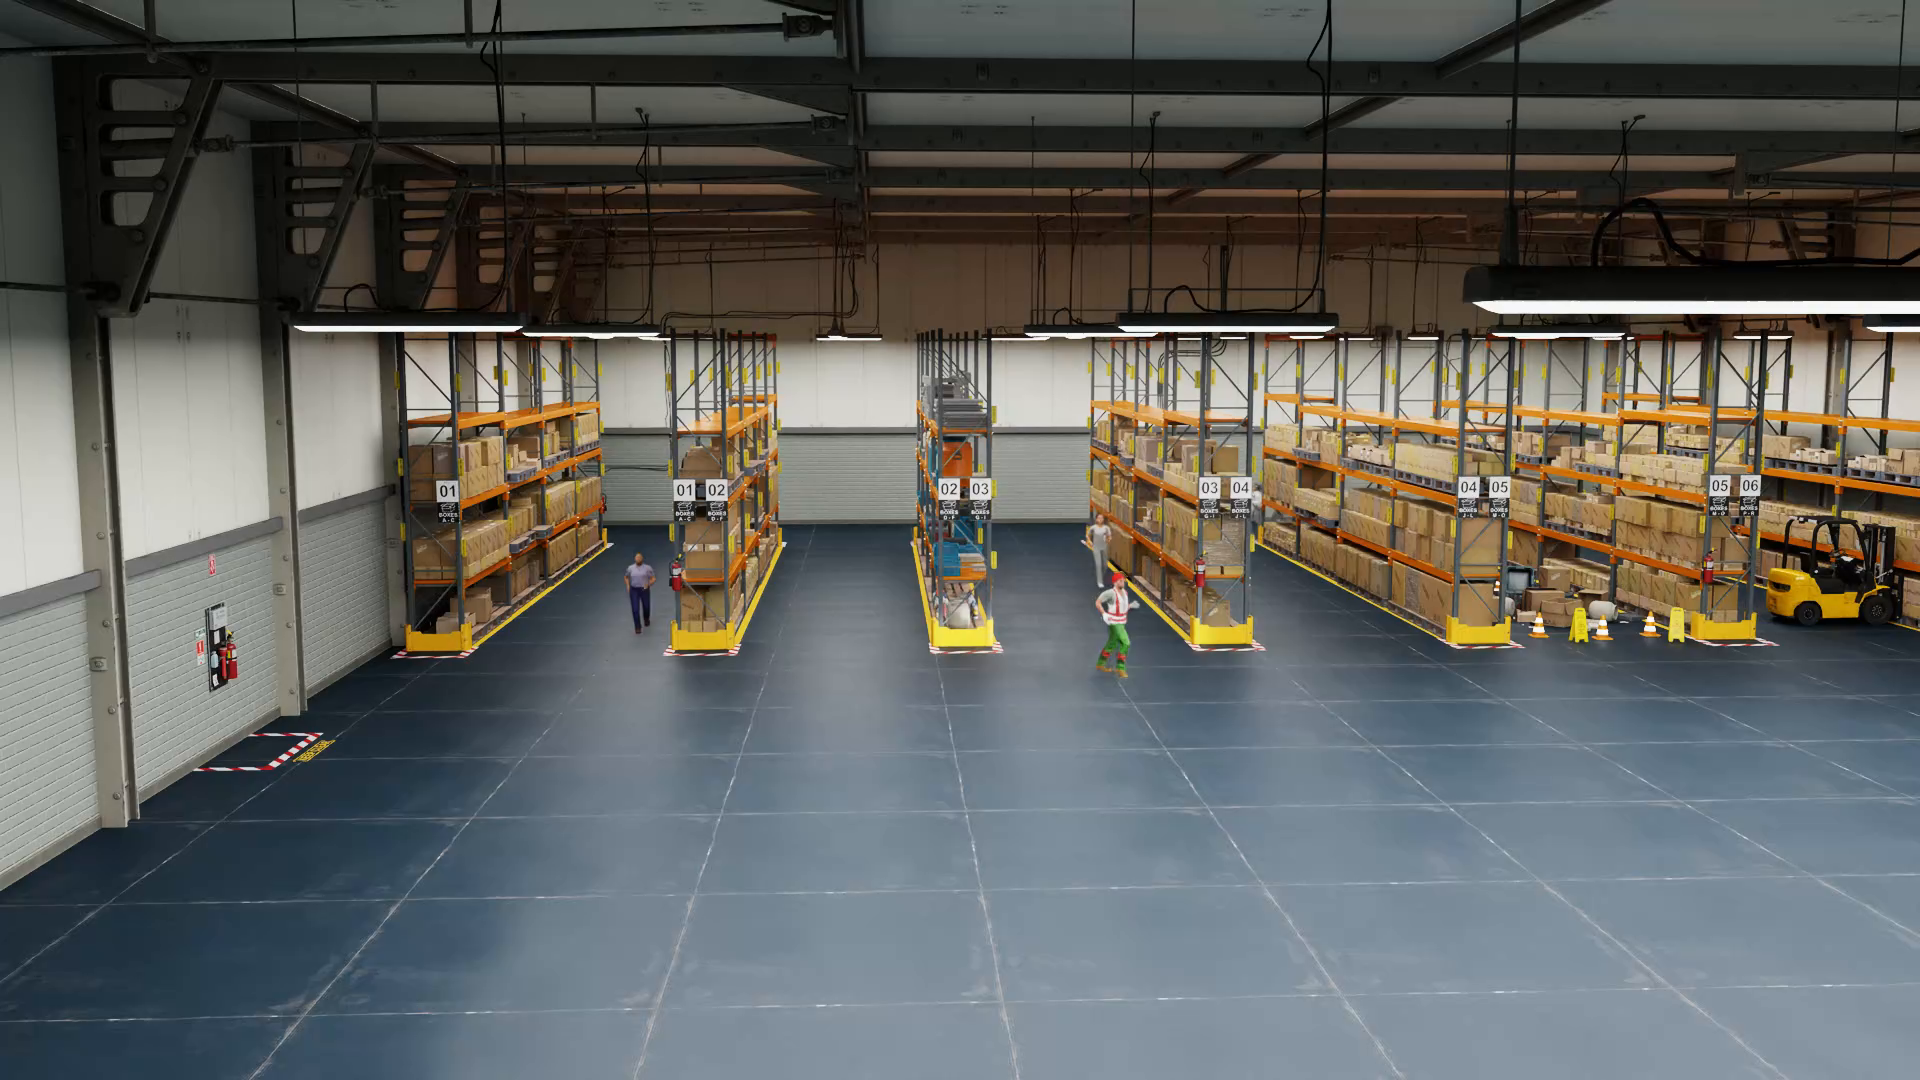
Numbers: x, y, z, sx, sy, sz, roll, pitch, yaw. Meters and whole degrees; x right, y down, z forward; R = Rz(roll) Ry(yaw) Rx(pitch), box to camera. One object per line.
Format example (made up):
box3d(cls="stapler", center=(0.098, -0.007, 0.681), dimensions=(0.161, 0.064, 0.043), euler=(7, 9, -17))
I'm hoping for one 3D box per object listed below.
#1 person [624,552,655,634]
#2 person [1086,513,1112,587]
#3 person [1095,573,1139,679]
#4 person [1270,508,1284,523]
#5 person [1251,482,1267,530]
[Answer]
box3d(cls="person", center=(-6.371, 1.040, 33.046), dimensions=(0.613, 1.599, 0.688), euler=(-1, 7, -8))
box3d(cls="person", center=(3.132, 0.218, 37.343), dimensions=(0.573, 1.642, 0.713), euler=(-1, 7, -6))
box3d(cls="person", center=(2.708, 1.476, 28.682), dimensions=(0.783, 1.852, 0.616), euler=(4, 8, 32))
box3d(cls="person", center=(9.433, -0.918, 49.117), dimensions=(0.730, 1.733, 0.728), euler=(1, 7, 4))
box3d(cls="person", center=(8.745, -0.862, 48.978), dimensions=(0.854, 1.702, 0.639), euler=(-2, 7, -13))
